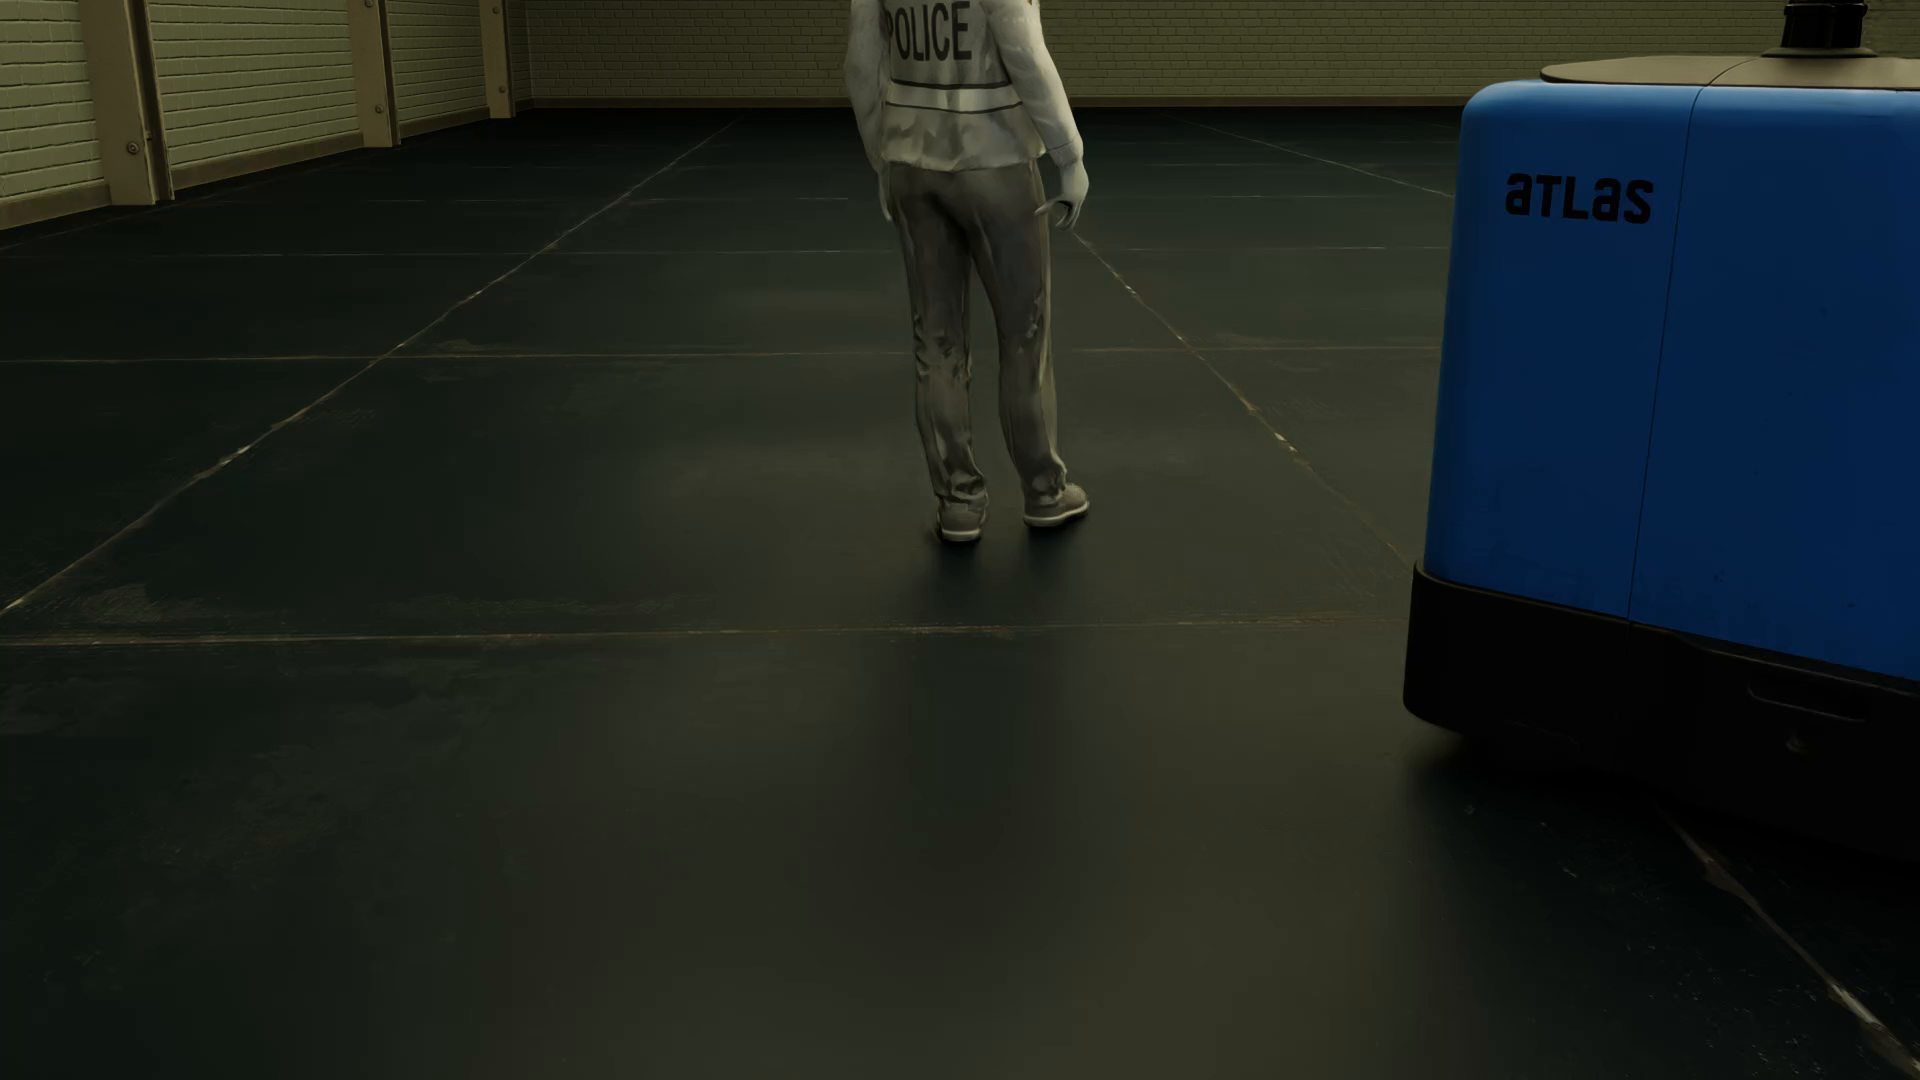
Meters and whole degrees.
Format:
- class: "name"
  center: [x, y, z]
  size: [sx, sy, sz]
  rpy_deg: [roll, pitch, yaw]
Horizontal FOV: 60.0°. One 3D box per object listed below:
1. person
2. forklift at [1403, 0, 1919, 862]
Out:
- class: "person"
  center: [0.081, -0.838, 3.763]
  size: [0.581, 1.691, 0.587]
  rpy_deg: [13, 21, 37]
- class: "forklift"
  center: [2.196, -0.886, 1.804]
  size: [3.031, 2.935, 1.130]
  rpy_deg: [14, 22, 38]
